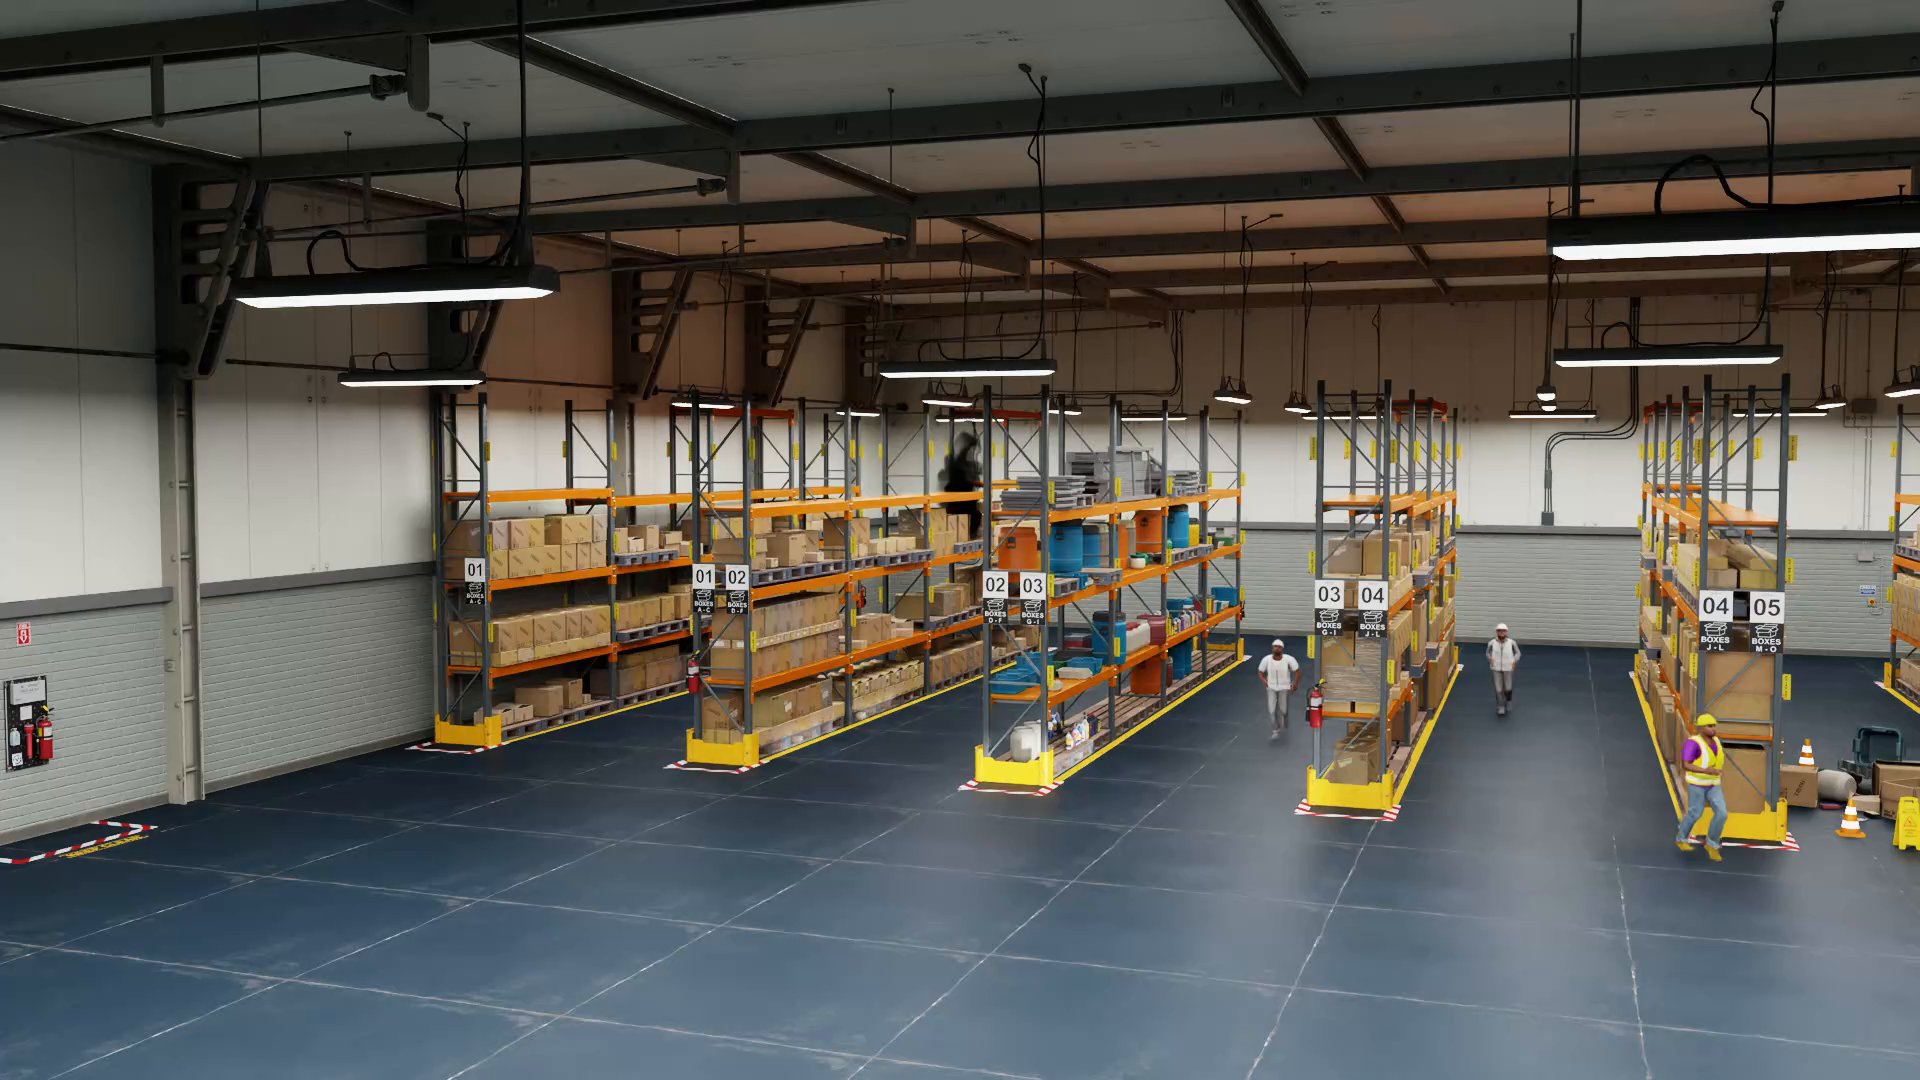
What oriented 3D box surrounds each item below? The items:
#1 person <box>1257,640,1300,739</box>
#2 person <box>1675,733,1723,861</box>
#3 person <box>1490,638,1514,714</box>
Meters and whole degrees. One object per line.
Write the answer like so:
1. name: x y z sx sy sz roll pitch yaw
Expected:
1. person: 9.584 3.025 21.091 12.922 1.726 13.751 1 3 16
2. person: 9.133 3.174 20.537 0.677 1.596 0.585 -1 3 -18
3. person: 10.283 2.590 31.567 0.445 1.443 0.502 1 3 21
